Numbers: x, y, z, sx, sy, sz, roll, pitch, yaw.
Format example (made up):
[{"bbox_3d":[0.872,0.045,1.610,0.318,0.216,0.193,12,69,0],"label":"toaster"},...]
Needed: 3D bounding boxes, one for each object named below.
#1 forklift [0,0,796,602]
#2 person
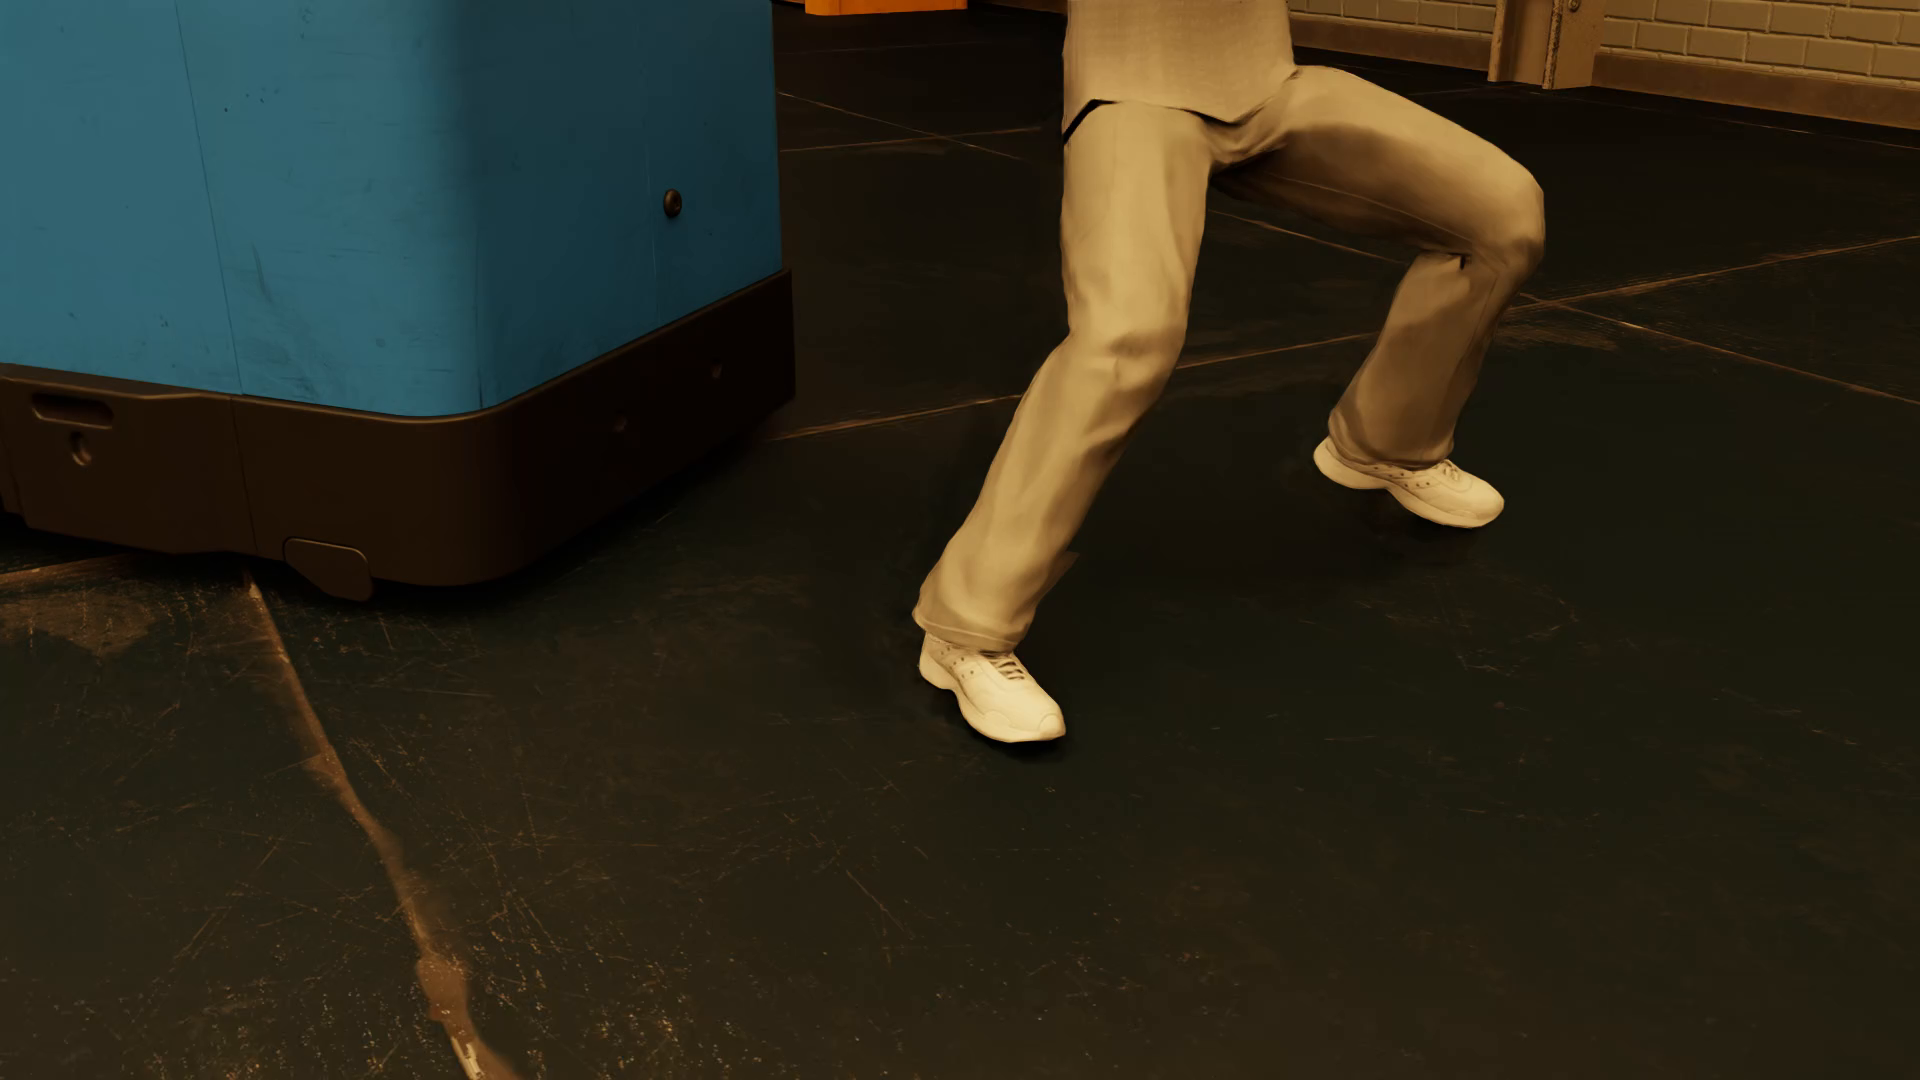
[{"bbox_3d":[-1.877,-1.605,2.684,3.031,2.935,1.130,8,24,19],"label":"forklift"},{"bbox_3d":[0.400,-0.585,2.150,1.068,1.449,0.649,-11,25,-24],"label":"person"}]
